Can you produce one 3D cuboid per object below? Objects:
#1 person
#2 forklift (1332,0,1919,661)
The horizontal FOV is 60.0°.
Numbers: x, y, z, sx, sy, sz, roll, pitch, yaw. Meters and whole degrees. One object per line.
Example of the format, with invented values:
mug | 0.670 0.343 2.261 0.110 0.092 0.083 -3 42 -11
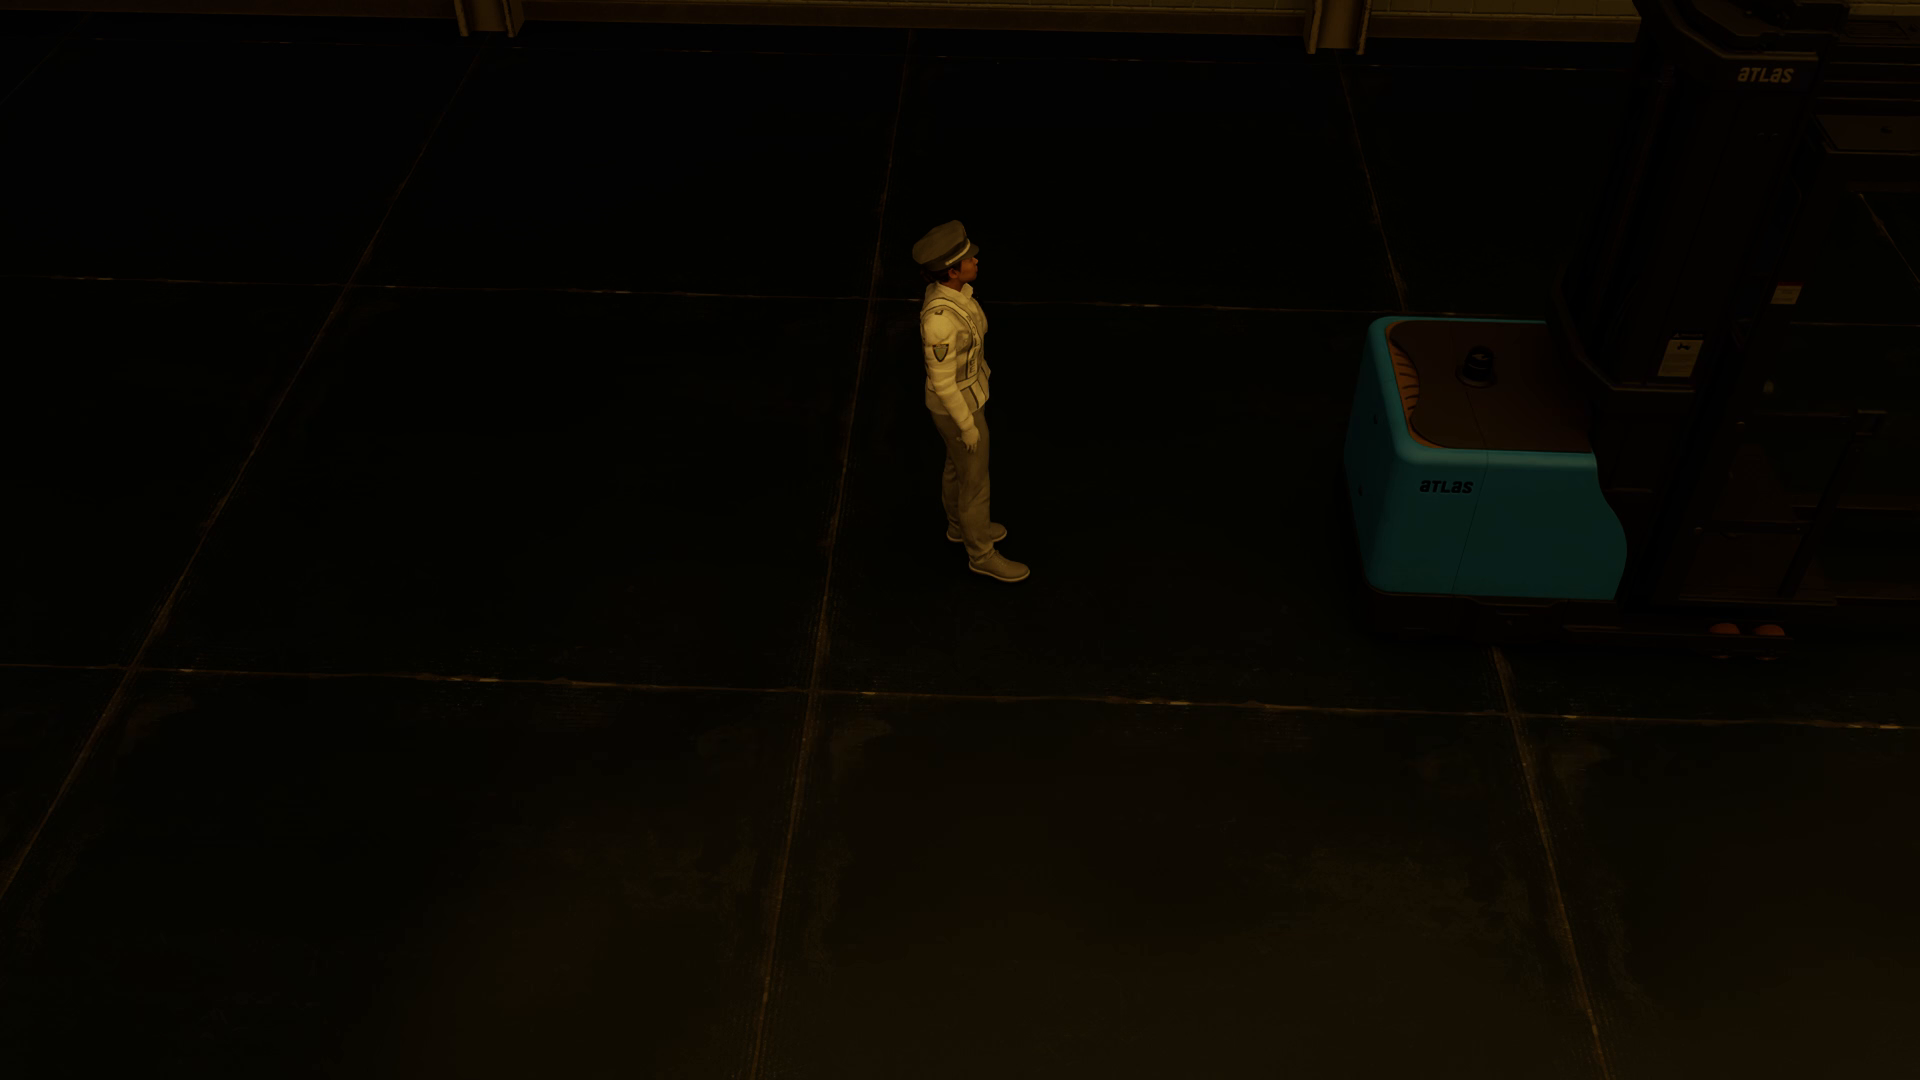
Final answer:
person | 0.067 -0.625 7.333 0.534 1.696 0.587 2 42 2
forklift | 3.296 -0.921 6.752 3.031 2.935 1.130 2 42 2
